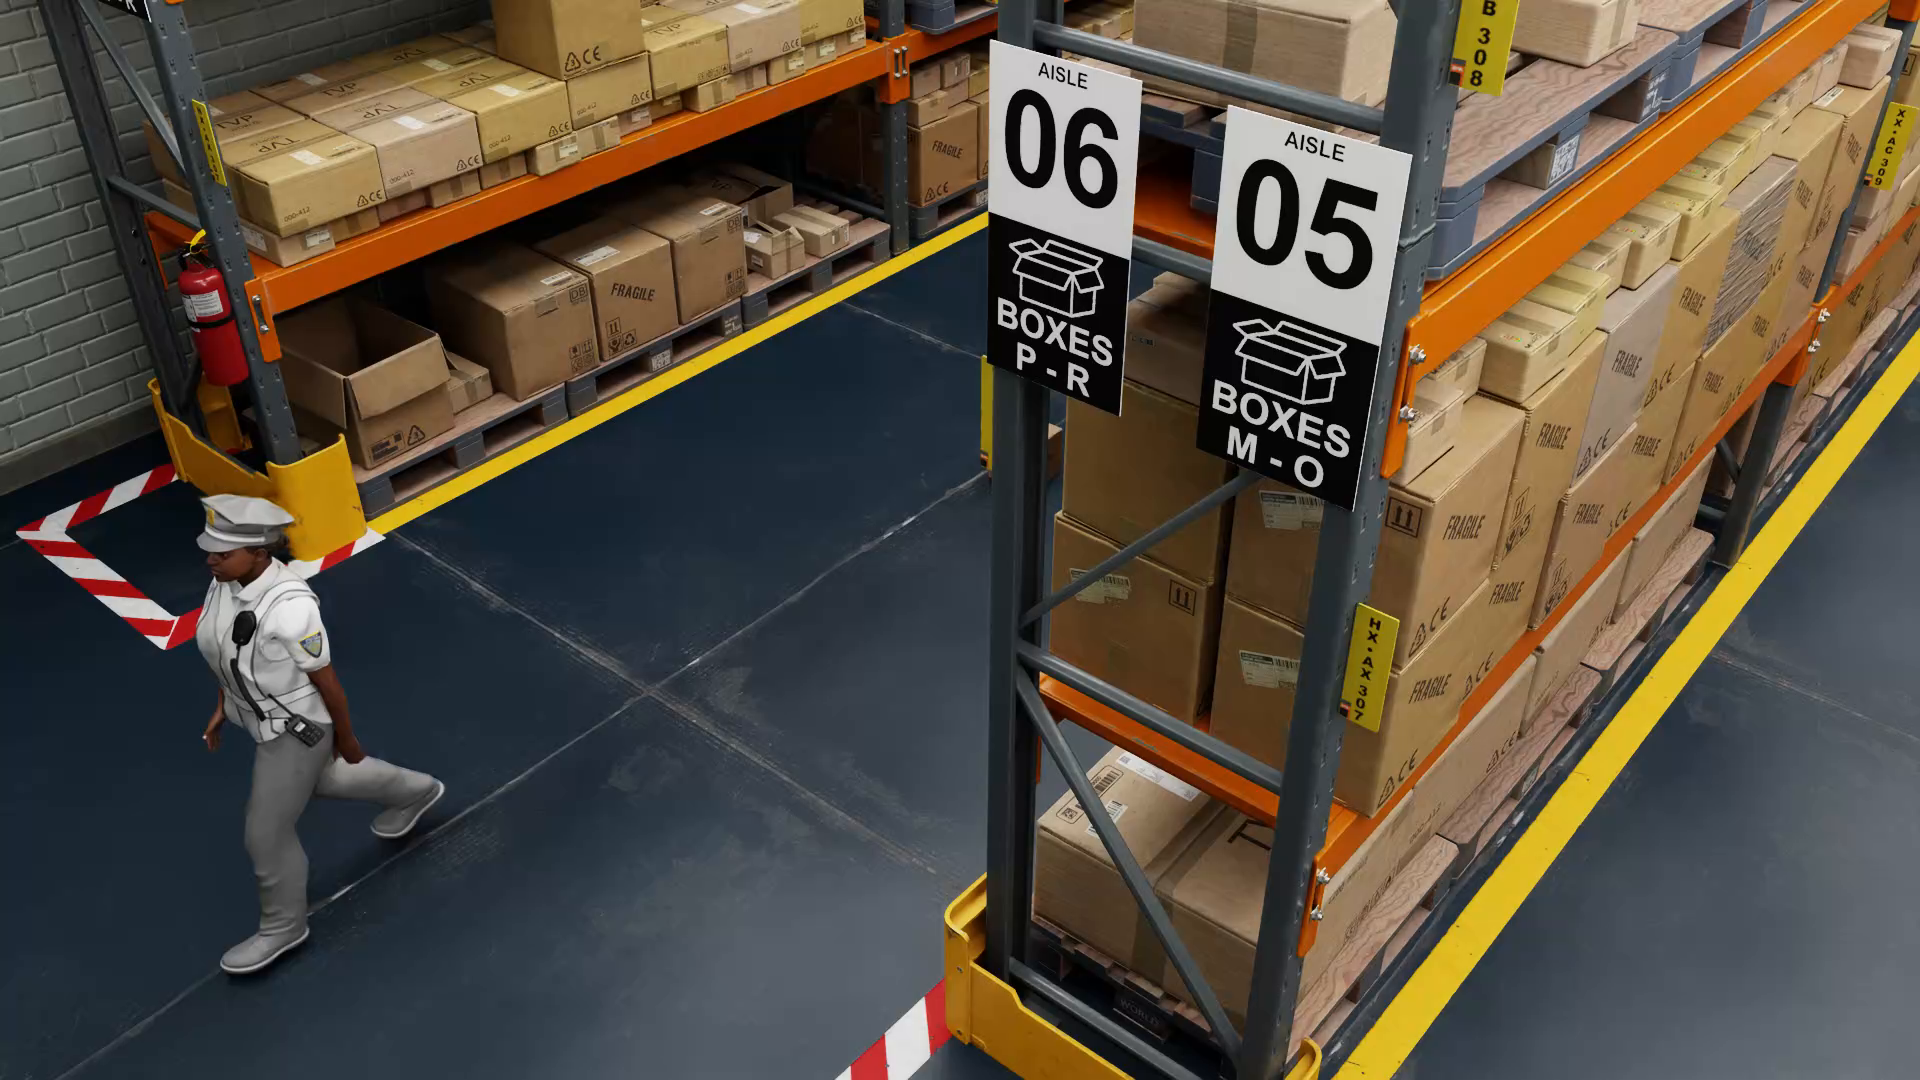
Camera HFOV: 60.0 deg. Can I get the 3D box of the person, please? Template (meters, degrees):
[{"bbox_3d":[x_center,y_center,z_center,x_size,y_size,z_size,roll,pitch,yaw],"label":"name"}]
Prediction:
[{"bbox_3d":[-2.160,0.545,5.337,0.441,1.646,0.937,28,44,34],"label":"person"}]
